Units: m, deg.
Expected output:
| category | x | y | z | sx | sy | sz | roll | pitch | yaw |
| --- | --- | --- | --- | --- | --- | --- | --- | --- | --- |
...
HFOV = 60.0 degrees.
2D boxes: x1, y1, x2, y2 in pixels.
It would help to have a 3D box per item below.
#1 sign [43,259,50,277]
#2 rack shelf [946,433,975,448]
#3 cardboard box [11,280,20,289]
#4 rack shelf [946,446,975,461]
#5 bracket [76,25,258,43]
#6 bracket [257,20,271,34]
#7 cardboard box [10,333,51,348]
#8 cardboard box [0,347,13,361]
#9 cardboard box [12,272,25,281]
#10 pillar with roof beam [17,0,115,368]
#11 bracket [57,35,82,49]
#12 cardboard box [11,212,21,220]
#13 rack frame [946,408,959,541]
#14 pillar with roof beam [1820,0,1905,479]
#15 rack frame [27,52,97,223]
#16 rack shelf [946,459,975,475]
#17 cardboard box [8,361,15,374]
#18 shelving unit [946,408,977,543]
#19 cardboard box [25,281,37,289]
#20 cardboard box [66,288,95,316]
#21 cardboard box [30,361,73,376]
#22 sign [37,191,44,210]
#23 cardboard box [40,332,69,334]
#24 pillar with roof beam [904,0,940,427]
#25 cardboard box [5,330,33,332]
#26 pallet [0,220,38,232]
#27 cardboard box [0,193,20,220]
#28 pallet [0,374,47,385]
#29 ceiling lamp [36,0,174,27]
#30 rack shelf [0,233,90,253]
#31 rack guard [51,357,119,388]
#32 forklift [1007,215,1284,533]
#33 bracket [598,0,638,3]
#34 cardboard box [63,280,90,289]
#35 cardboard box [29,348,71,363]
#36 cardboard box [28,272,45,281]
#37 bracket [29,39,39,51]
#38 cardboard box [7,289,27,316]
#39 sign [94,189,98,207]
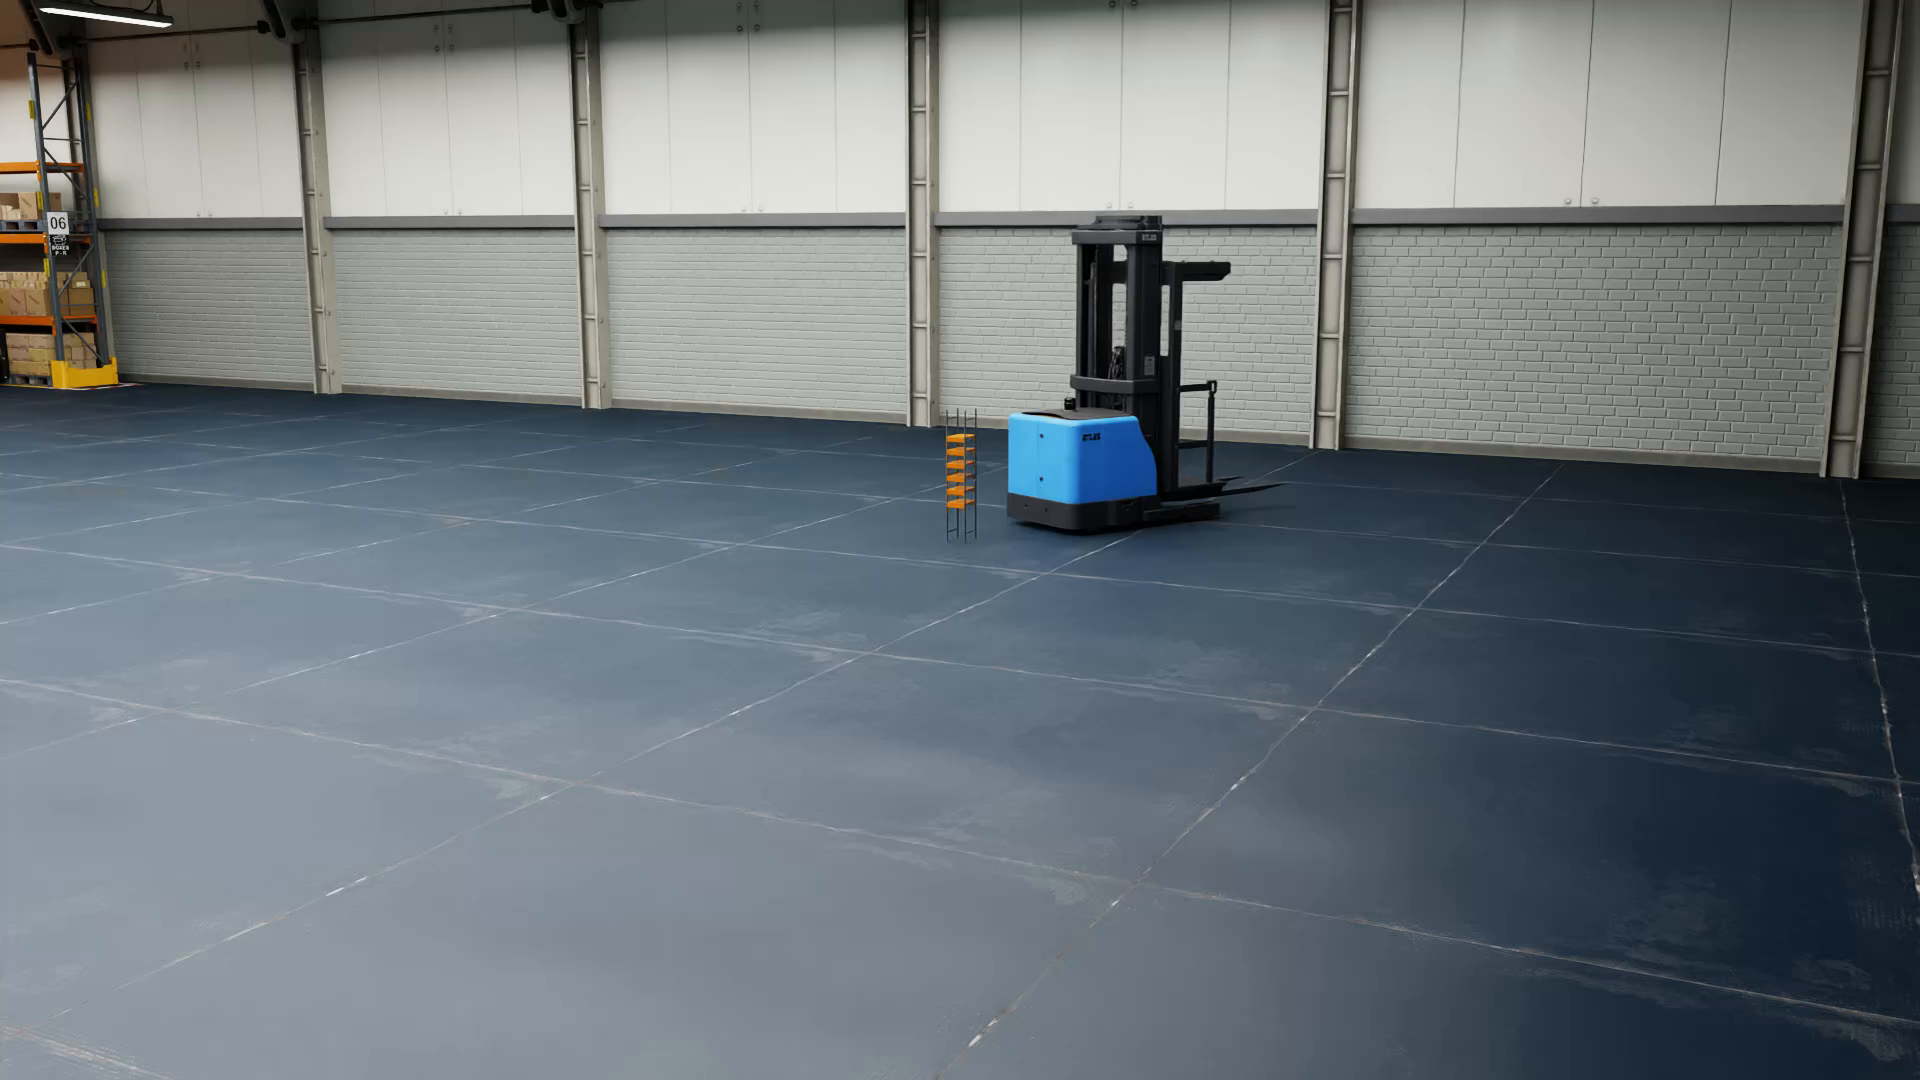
| category | x | y | z | sx | sy | sz | roll | pitch | yaw |
| --- | --- | --- | --- | --- | --- | --- | --- | --- | --- |
| sign | -16.711 | -4.984 | 30.431 | 0.005 | 0.325 | 0.100 | 5 | 11 | 26 |
| rack shelf | 0.013 | -0.900 | 15.061 | 0.180 | 0.103 | 0.258 | 5 | 11 | 26 |
| cardboard box | -17.559 | -4.801 | 31.235 | 0.250 | 0.149 | 0.380 | 5 | 11 | 25 |
| rack shelf | 0.013 | -0.782 | 15.082 | 0.180 | 0.103 | 0.258 | 5 | 11 | 26 |
| bracket | -14.143 | -9.012 | 29.648 | 4.783 | 0.066 | 0.076 | 5 | 11 | 26 |
| bracket | -11.833 | -8.809 | 28.527 | 0.430 | 0.232 | 0.235 | 5 | 11 | 26 |
| cardboard box | -17.470 | -3.755 | 31.289 | 0.500 | 0.250 | 0.500 | 5 | 12 | 27 |
| cardboard box | -17.951 | -3.550 | 31.561 | 0.500 | 0.250 | 0.500 | 5 | 11 | 25 |
| cardboard box | -17.545 | -4.955 | 31.249 | 0.250 | 0.149 | 0.380 | 5 | 11 | 26 |
| pillar with roof beam | -18.589 | -6.847 | 27.793 | 0.548 | 9.000 | 9.100 | 5 | 11 | 26 |
| bracket | -16.469 | -9.216 | 30.778 | 0.430 | 0.232 | 0.235 | 5 | 11 | 26 |
| cardboard box | -17.336 | -6.009 | 30.830 | 0.250 | 0.149 | 0.380 | 5 | 11 | 24 |
| rack frame | -0.069 | -0.596 | 15.157 | 0.006 | 1.200 | 0.240 | 5 | 11 | 26 |
| pillar with roof beam | 8.314 | -4.483 | 14.731 | 0.400 | 9.000 | 9.100 | 5 | 11 | 26 |
| rack frame | -16.459 | -7.336 | 30.494 | 0.127 | 3.000 | 1.000 | 5 | 11 | 26 |
| rack shelf | 0.013 | -0.664 | 15.104 | 0.180 | 0.103 | 0.258 | 5 | 11 | 26 |
| cardboard box | -17.906 | -3.305 | 31.612 | 0.500 | 0.250 | 0.500 | 5 | 11 | 26 |
| shelving unit | 0.013 | -0.589 | 15.117 | 0.189 | 1.200 | 0.258 | 5 | 11 | 26 |
| cardboard box | -17.136 | -4.750 | 30.950 | 0.250 | 0.149 | 0.380 | 5 | 12 | 27 |
| cardboard box | -16.780 | -4.516 | 31.480 | 0.500 | 0.500 | 0.500 | 5 | 12 | 28 |
| cardboard box | -17.020 | -3.224 | 31.161 | 0.500 | 0.250 | 0.500 | 5 | 11 | 26 |
| sign | -16.711 | -6.171 | 30.216 | 0.005 | 0.325 | 0.100 | 5 | 11 | 26 |
| cardboard box | -17.256 | -3.836 | 31.737 | 0.500 | 0.250 | 0.500 | 5 | 11 | 26 |
| pillar with roof beam | -2.447 | -5.428 | 19.956 | 0.548 | 9.000 | 9.100 | 5 | 11 | 26 |
| cardboard box | -18.156 | -3.919 | 32.193 | 0.500 | 0.250 | 0.500 | 5 | 11 | 25 |
| pallet | -18.179 | -5.972 | 31.629 | 1.213 | 0.211 | 1.003 | 5 | 11 | 26 |
| cardboard box | -17.838 | -6.257 | 31.217 | 0.500 | 0.500 | 0.700 | 5 | 11 | 26 |
| pallet | -18.253 | -3.161 | 32.105 | 1.213 | 0.211 | 1.003 | 5 | 11 | 26 |
| ceiling lamp | -12.082 | -9.059 | 23.626 | 0.800 | 3.185 | 2.000 | 5 | 11 | 26 |
| rack shelf | -18.252 | -5.663 | 31.696 | 4.000 | 0.370 | 1.077 | 5 | 11 | 26 |
| rack guard | -16.437 | -3.152 | 31.240 | 0.348 | 0.500 | 1.175 | 5 | 11 | 26 |
| forklift | 1.939 | -1.693 | 16.356 | 3.031 | 2.935 | 1.130 | -8 | 13 | -36 |
| bracket | -3.382 | -8.066 | 24.424 | 4.783 | 0.066 | 0.076 | 5 | 11 | 26 |
| cardboard box | -16.648 | -4.820 | 31.338 | 0.250 | 0.149 | 0.380 | 5 | 11 | 24 |
| cardboard box | -17.034 | -3.472 | 31.127 | 0.500 | 0.250 | 0.500 | 5 | 11 | 25 |
| cardboard box | -17.108 | -4.907 | 30.985 | 0.250 | 0.149 | 0.380 | 5 | 11 | 26 |
| bracket | -17.214 | -9.282 | 31.139 | 0.430 | 0.232 | 0.235 | 5 | 11 | 26 |
| cardboard box | -17.477 | -4.472 | 31.236 | 0.500 | 0.500 | 0.500 | 5 | 12 | 28 |
| sign | -16.208 | -6.417 | 31.163 | 0.005 | 0.325 | 0.100 | 5 | 11 | 26 |
